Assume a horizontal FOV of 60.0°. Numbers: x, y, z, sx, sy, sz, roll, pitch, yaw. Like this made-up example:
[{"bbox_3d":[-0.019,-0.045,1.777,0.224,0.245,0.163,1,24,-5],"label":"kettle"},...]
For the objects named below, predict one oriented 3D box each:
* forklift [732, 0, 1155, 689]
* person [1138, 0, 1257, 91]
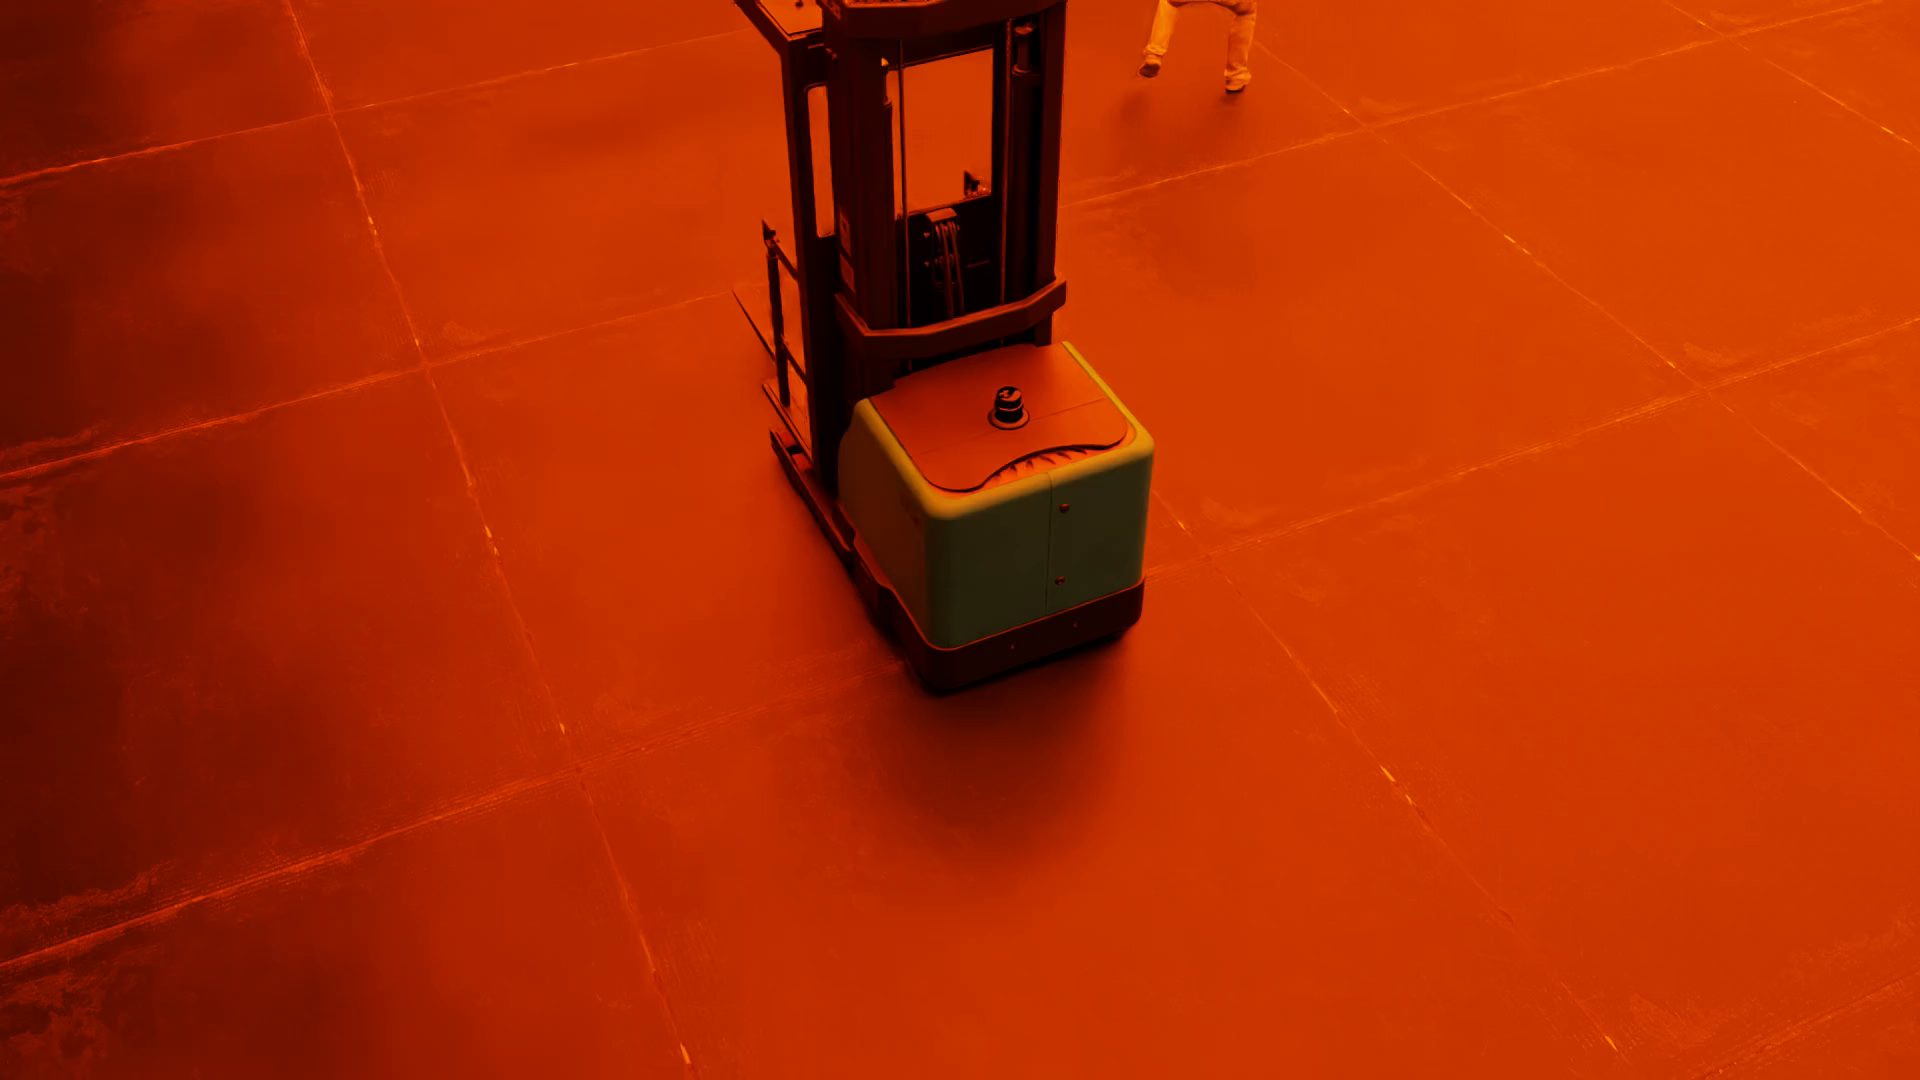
[{"bbox_3d":[-0.281,-1.450,7.233,1.130,2.935,3.031,-18,46,-18],"label":"forklift"},{"bbox_3d":[1.644,-3.619,10.535,1.085,1.638,0.506,3,43,4],"label":"person"}]
